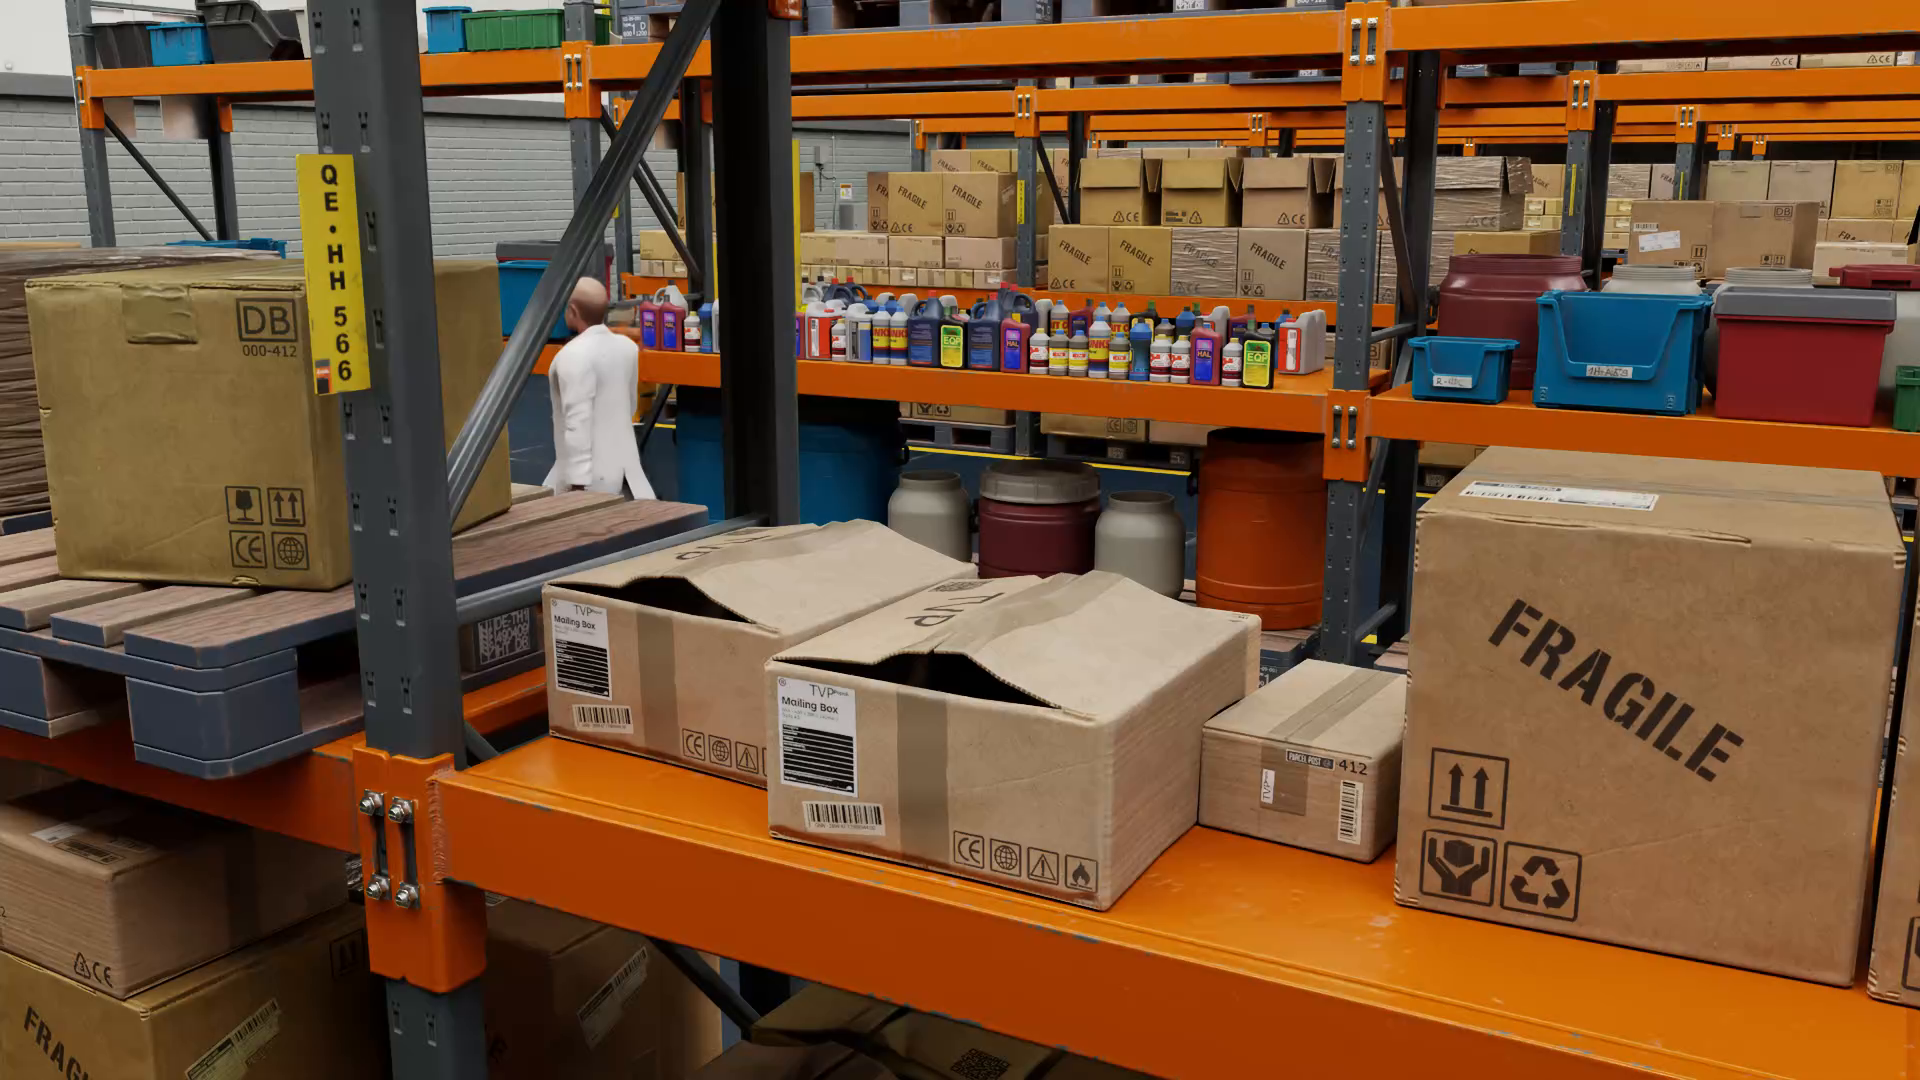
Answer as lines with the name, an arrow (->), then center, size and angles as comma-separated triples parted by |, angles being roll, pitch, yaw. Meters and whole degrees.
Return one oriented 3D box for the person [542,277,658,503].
person -> -1.656, -0.310, 7.453 | 1.164, 1.723, 0.643 | 7, 14, 28
